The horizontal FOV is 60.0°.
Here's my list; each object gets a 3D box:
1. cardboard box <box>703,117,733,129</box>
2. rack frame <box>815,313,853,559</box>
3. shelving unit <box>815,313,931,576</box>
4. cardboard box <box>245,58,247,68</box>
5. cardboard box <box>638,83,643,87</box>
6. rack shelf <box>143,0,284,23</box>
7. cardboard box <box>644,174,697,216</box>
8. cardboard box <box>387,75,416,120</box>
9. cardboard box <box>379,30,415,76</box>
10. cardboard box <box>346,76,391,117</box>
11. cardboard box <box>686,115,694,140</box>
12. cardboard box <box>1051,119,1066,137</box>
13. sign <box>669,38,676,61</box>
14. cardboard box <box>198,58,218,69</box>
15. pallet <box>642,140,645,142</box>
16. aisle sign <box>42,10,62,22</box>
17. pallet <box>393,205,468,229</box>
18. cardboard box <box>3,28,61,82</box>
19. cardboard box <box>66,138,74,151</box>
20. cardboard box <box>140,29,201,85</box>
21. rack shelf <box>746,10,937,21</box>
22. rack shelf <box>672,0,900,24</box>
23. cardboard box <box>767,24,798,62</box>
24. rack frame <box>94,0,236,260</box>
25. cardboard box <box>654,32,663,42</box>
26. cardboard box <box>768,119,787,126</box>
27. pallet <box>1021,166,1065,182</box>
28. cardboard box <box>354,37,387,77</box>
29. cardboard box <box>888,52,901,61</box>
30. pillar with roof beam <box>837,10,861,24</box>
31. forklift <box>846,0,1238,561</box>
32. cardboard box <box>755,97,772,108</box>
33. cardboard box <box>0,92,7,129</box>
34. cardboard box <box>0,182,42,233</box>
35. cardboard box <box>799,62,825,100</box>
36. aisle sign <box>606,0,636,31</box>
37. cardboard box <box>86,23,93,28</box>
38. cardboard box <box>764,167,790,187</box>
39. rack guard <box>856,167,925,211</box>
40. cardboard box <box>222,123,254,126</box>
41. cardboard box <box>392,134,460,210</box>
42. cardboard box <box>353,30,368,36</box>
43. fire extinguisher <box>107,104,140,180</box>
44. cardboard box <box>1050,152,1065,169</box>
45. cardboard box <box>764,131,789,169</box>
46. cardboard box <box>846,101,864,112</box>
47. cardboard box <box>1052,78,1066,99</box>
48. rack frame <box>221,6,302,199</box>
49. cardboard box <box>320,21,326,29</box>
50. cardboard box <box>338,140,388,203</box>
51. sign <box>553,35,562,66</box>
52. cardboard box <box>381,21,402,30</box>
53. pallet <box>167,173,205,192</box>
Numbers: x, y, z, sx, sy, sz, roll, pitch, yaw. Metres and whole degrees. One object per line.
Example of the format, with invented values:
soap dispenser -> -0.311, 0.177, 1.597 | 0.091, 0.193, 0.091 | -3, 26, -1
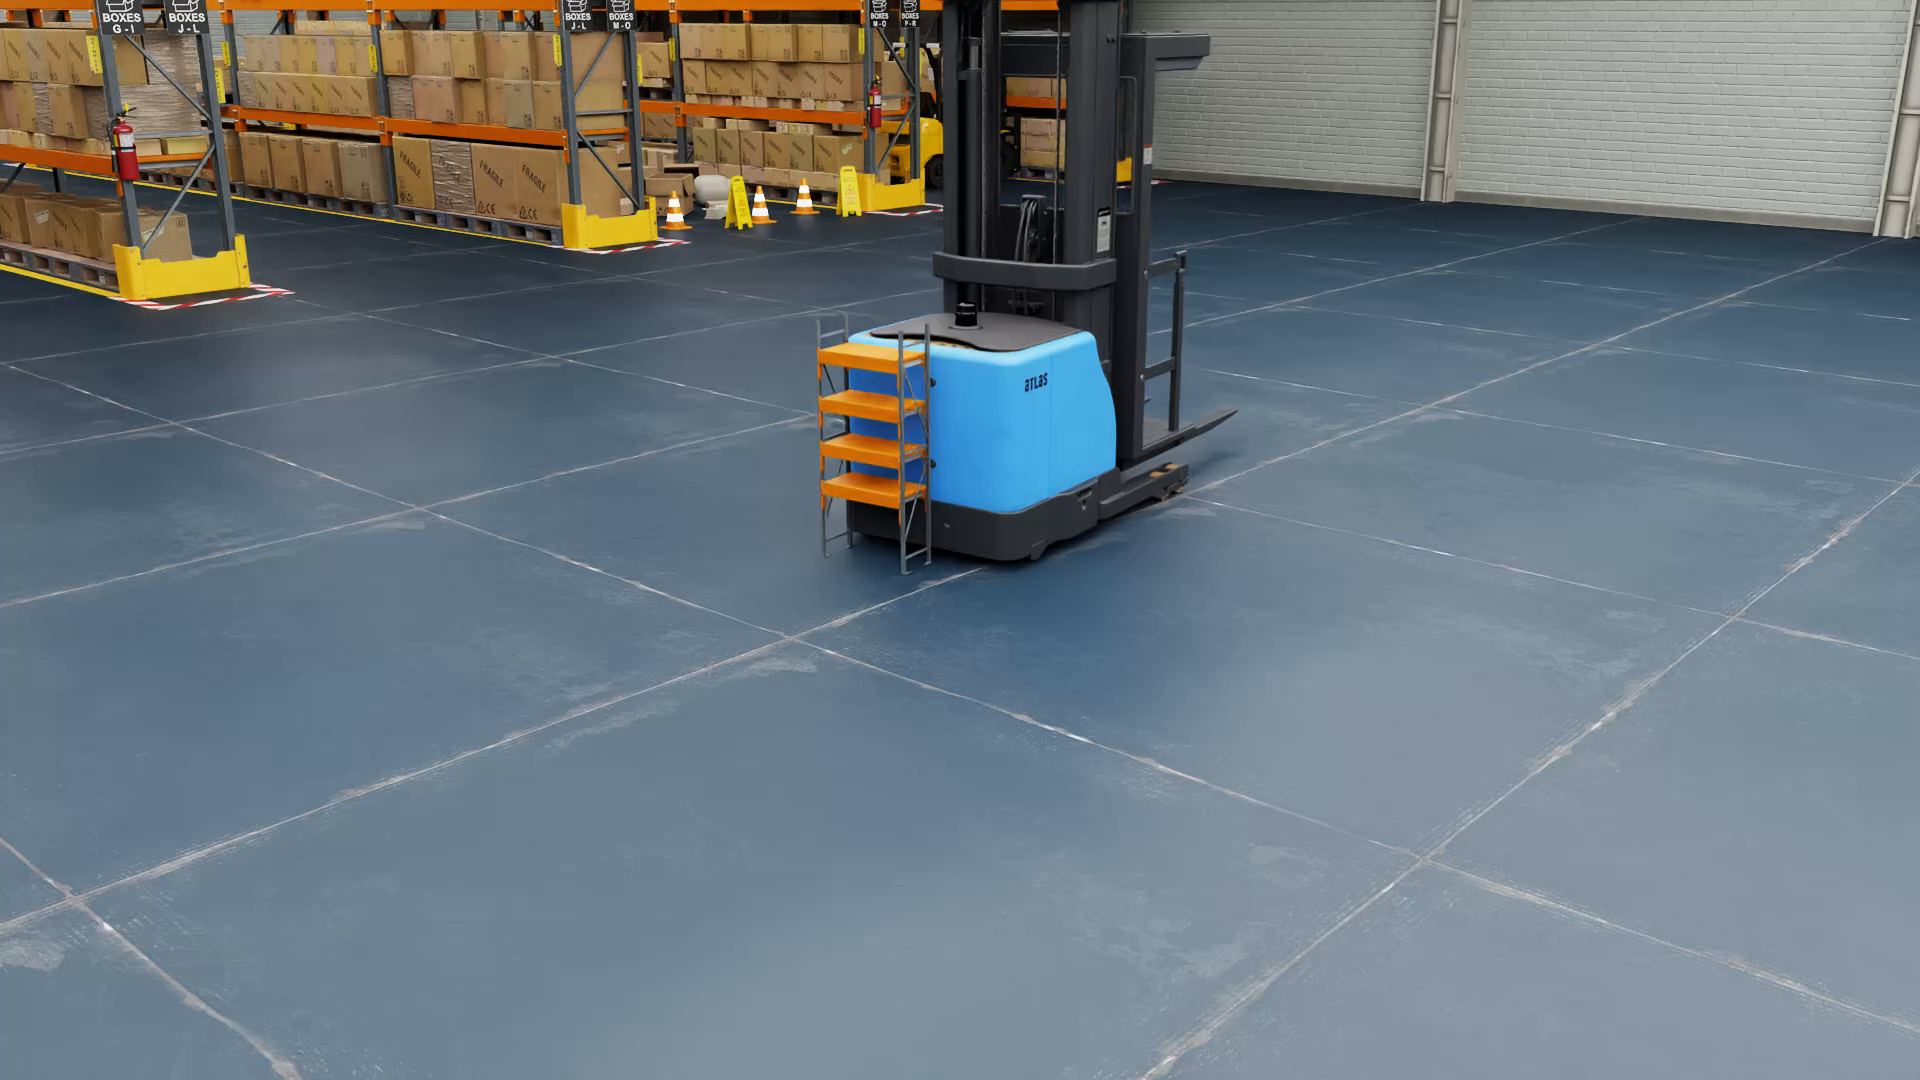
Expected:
cardboard box -> -3.608, -6.229, 24.821 | 0.250, 0.149, 0.380 | 15, 23, 40
rack frame -> -0.622, -0.509, 8.231 | 0.015, 1.200, 0.240 | 11, 21, 32
shelving unit -> -0.419, -0.468, 8.104 | 0.503, 1.200, 0.258 | 11, 21, 32
cardboard box -> -10.345, -7.056, 24.623 | 0.250, 0.149, 0.380 | 15, 23, 39
cardboard box -> -4.894, -7.113, 25.788 | 0.250, 0.149, 0.380 | 15, 23, 38
rack shelf -> -11.621, -8.043, 25.226 | 4.000, 0.370, 1.077 | 15, 23, 39
cardboard box -> -3.926, -4.678, 22.521 | 0.637, 0.503, 0.797 | 0, 18, 2
cardboard box -> -6.849, -5.751, 21.527 | 0.550, 0.550, 0.875 | 15, 23, 39
cardboard box -> -6.880, -6.255, 21.331 | 0.550, 0.550, 0.875 | 15, 23, 39
cardboard box -> -7.701, -5.843, 21.899 | 0.500, 0.500, 0.500 | 15, 23, 39
cardboard box -> -5.243, -8.171, 32.836 | 0.500, 0.500, 0.500 | 14, 22, 37
cardboard box -> 1.809, -6.600, 26.648 | 0.500, 0.250, 0.500 | 16, 24, 41
sign -> -4.289, -7.317, 24.794 | 0.005, 0.325, 0.100 | 15, 23, 39
cardboard box -> -10.982, -6.964, 24.333 | 0.250, 0.149, 0.380 | 15, 23, 39
pallet -> -7.128, -8.430, 34.827 | 1.213, 0.211, 1.003 | 15, 23, 39
aisle sign -> -15.964, -9.482, 29.233 | 0.004, 0.787, 0.394 | 15, 23, 39
pallet -> -6.617, -4.252, 21.659 | 1.213, 0.211, 1.003 | 15, 23, 39
cardboard box -> -9.203, -4.869, 16.685 | 0.500, 0.500, 0.500 | 15, 23, 39
cardboard box -> -8.604, -3.939, 16.480 | 0.250, 0.149, 0.380 | 15, 23, 39
cardboard box -> -7.740, -4.684, 16.103 | 0.500, 0.500, 0.500 | 15, 23, 39
rack shelf -> -2.127, -9.504, 29.829 | 4.000, 0.370, 1.077 | 15, 23, 39
rack shelf -> -2.427, -7.577, 23.757 | 4.000, 0.370, 1.077 | 15, 23, 39
cardboard box -> -2.282, -6.990, 23.368 | 0.500, 0.500, 0.700 | 15, 23, 39
rack frame -> -7.509, -3.846, 15.772 | 0.127, 3.000, 1.000 | 15, 23, 39
cardboard box -> -4.921, -7.959, 26.309 | 0.250, 0.149, 0.380 | 17, 24, 42
cardboard box -> -3.166, -7.758, 31.330 | 0.625, 0.625, 0.875 | 16, 24, 41
pallet -> 1.761, -6.027, 27.253 | 1.213, 0.211, 1.003 | 15, 23, 39
cardboard box -> -7.509, -6.374, 21.918 | 0.500, 0.500, 0.700 | 15, 23, 38
cardboard box -> -1.034, -8.390, 28.853 | 0.250, 0.149, 0.380 | 16, 24, 41
pillar with roof beam -> -4.907, -10.646, 27.280 | 0.400, 9.000, 9.100 | 15, 23, 39
forklift -> 0.644, -1.684, 9.074 | 1.130, 2.935, 3.031 | 11, 21, 32
cardboard box -> -2.743, -6.333, 24.022 | 0.250, 0.149, 0.380 | 15, 23, 39
cardboard box -> -9.855, -4.626, 17.572 | 0.500, 0.500, 0.875 | 15, 23, 39
cardboard box -> -10.946, -3.796, 19.018 | 0.500, 0.500, 0.700 | 13, 22, 35
cardboard box -> -1.892, -6.426, 23.244 | 0.500, 0.500, 0.500 | 15, 23, 39
aisle sign -> -3.889, -6.241, 19.020 | 0.004, 0.787, 0.394 | 15, 23, 39
cardboard box -> -13.648, -8.057, 26.729 | 0.500, 0.500, 0.500 | 14, 22, 37
cardboard box -> -2.492, -5.289, 24.169 | 0.500, 0.250, 0.500 | 14, 22, 37
rack guard -> -0.988, -4.912, 23.263 | 0.348, 0.500, 1.175 | 15, 23, 39
cardboard box -> -11.221, -6.318, 25.758 | 0.500, 0.250, 0.500 | 15, 23, 40
cardboard box -> -6.709, -4.796, 21.585 | 0.875, 0.875, 0.875 | 15, 23, 40
cardboard box -> -10.817, -9.158, 30.691 | 0.500, 0.500, 0.500 | 15, 23, 38
fire extinguisher -> -7.730, -3.682, 15.383 | 0.183, 0.674, 0.296 | 15, 23, 39
cardboard box -> 1.799, -6.124, 26.802 | 0.500, 0.250, 0.500 | 15, 23, 40
cardboard box -> -2.469, -5.644, 24.049 | 0.500, 0.500, 0.500 | 14, 23, 38
cardboard box -> -1.353, -5.995, 22.959 | 0.250, 0.149, 0.380 | 16, 24, 41
cardboard box -> 1.818, -7.299, 26.487 | 0.500, 0.500, 0.500 | 14, 23, 38
rack frame -> -10.125, -6.554, 24.305 | 0.127, 3.000, 1.000 | 15, 23, 39
cardboard box -> -11.856, -9.736, 31.442 | 0.250, 0.149, 0.380 | 15, 23, 40
cardboard box -> -7.657, -4.983, 22.380 | 0.750, 0.750, 1.050 | 15, 23, 39
sign -> -4.512, -5.493, 18.655 | 0.005, 0.325, 0.100 | 15, 23, 39
cardboard box -> -10.348, -9.321, 30.132 | 0.250, 0.149, 0.380 | 14, 23, 38
pallet -> -11.617, -5.627, 25.994 | 1.213, 0.211, 1.003 | 15, 23, 39
